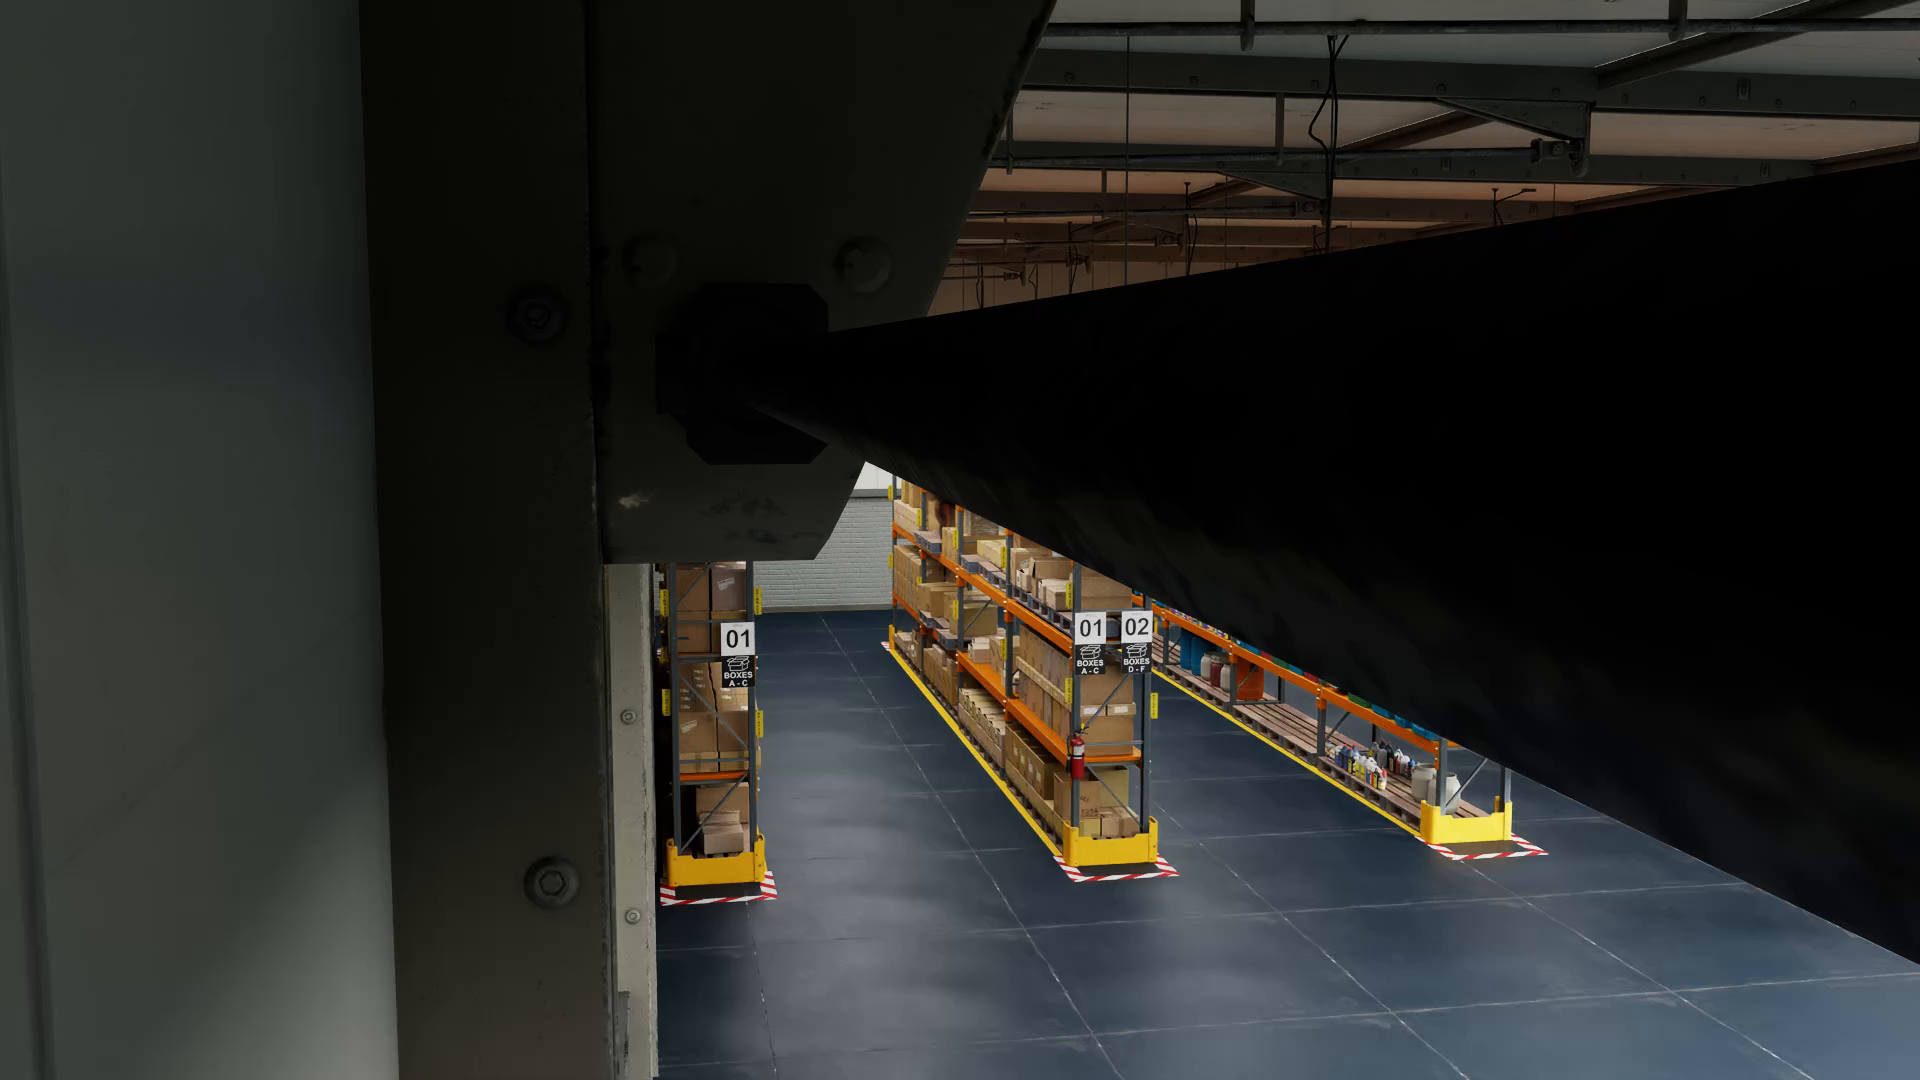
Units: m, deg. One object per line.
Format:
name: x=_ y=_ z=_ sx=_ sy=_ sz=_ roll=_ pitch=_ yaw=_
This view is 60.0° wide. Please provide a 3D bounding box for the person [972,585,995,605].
person: x=0.465 y=1.529 z=37.091 sx=0.608 sy=1.594 sz=0.604 roll=-4 pitch=7 yaw=-34
